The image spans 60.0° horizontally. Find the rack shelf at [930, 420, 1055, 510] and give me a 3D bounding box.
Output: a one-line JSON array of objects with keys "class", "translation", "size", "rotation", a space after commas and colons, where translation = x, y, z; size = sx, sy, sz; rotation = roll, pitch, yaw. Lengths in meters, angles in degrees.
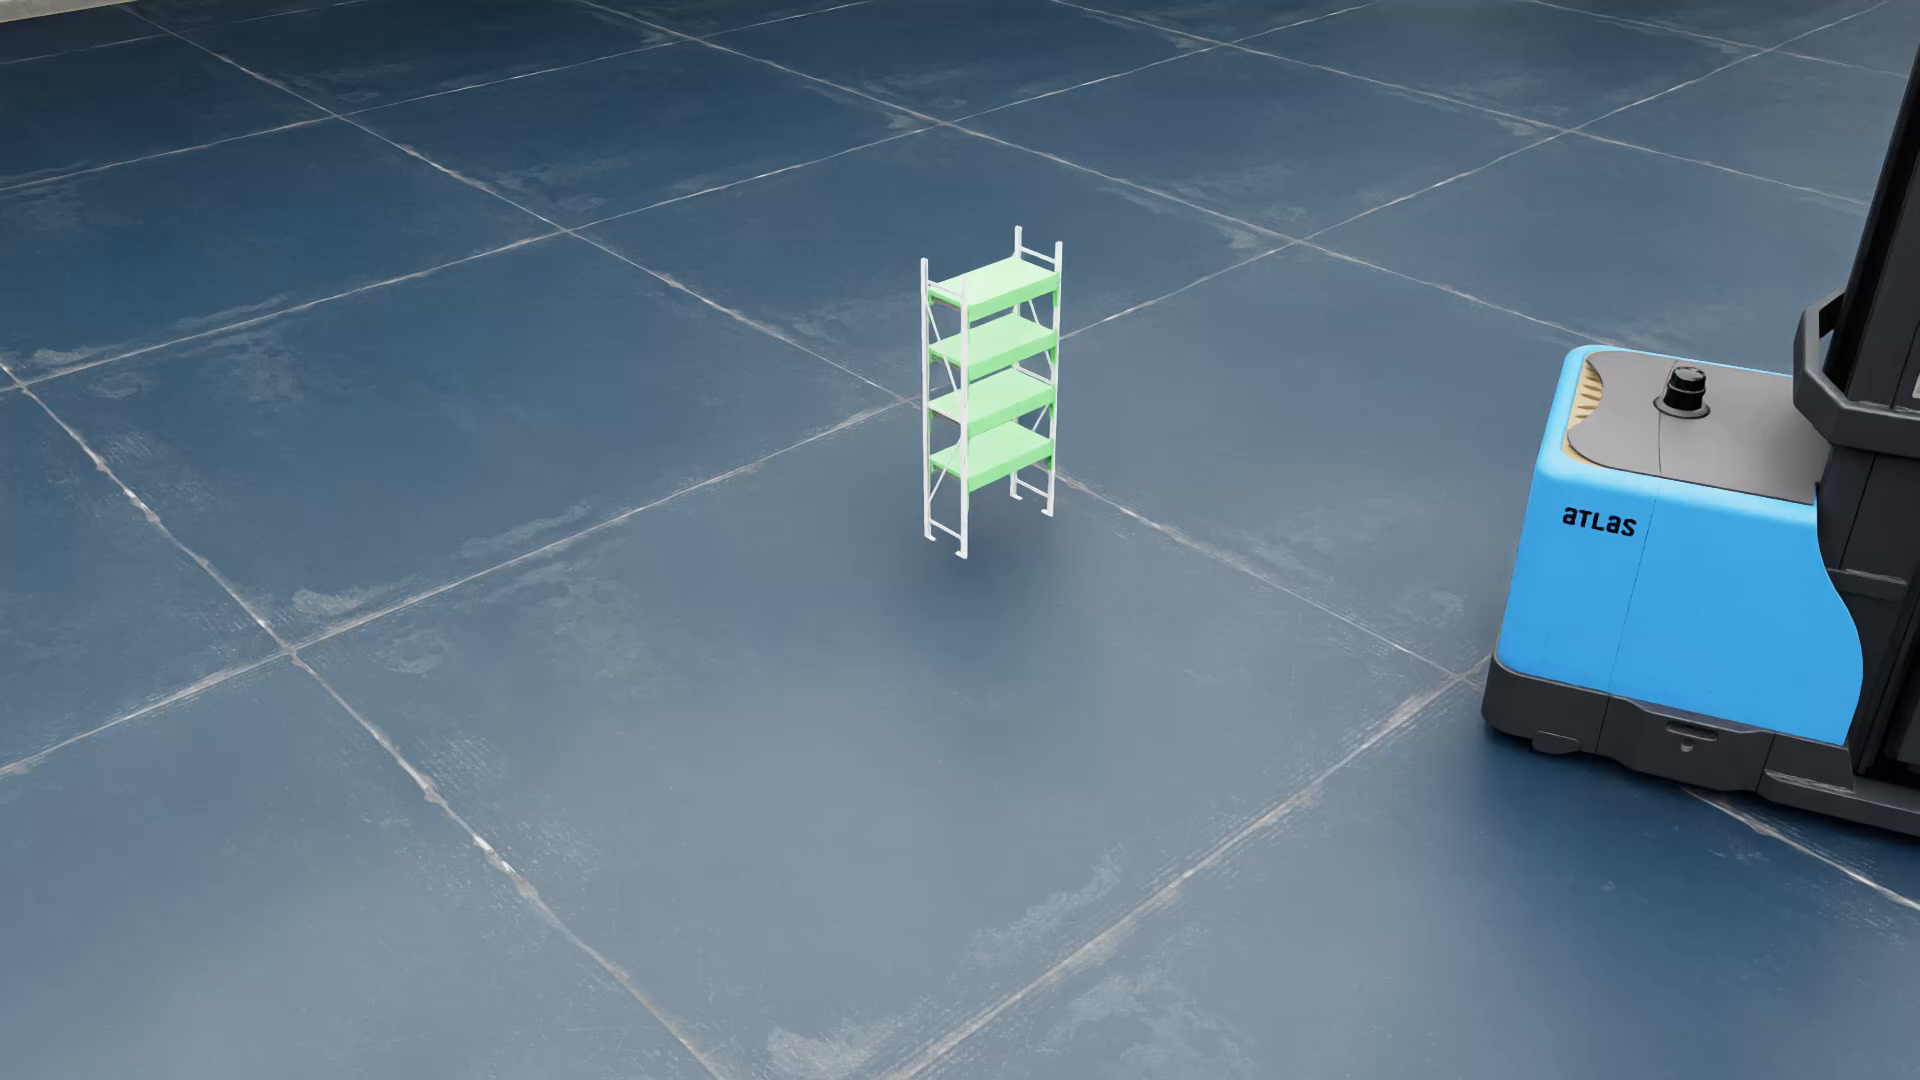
[{"class": "rack shelf", "translation": [0.121, -0.311, 6.692], "size": [0.480, 0.148, 0.258], "rotation": [-26, 40, -35]}]

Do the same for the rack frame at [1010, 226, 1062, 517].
[{"class": "rack frame", "translation": [0.300, -0.657, 6.675], "size": [0.015, 1.200, 0.240], "rotation": [-26, 40, -35]}]

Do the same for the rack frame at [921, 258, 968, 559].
[{"class": "rack frame", "translation": [-0.058, -0.484, 6.391], "size": [0.015, 1.200, 0.240], "rotation": [-26, 40, -35]}]

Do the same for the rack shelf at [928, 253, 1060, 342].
[{"class": "rack shelf", "translation": [0.121, -0.926, 6.316], "size": [0.480, 0.148, 0.258], "rotation": [-26, 40, -35]}]

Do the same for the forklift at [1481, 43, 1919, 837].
[{"class": "forklift", "translation": [3.336, -0.503, 4.762], "size": [3.031, 2.935, 1.130], "rotation": [13, 34, 20]}]

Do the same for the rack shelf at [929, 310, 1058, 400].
[{"class": "rack shelf", "translation": [0.121, -0.721, 6.441], "size": [0.480, 0.148, 0.258], "rotation": [-26, 40, -35]}]

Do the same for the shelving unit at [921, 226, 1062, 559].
[{"class": "shelving unit", "translation": [0.121, -0.571, 6.533], "size": [0.503, 1.200, 0.258], "rotation": [-26, 40, -35]}]

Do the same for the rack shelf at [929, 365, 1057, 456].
[{"class": "rack shelf", "translation": [0.121, -0.516, 6.566], "size": [0.480, 0.148, 0.258], "rotation": [-26, 40, -35]}]
